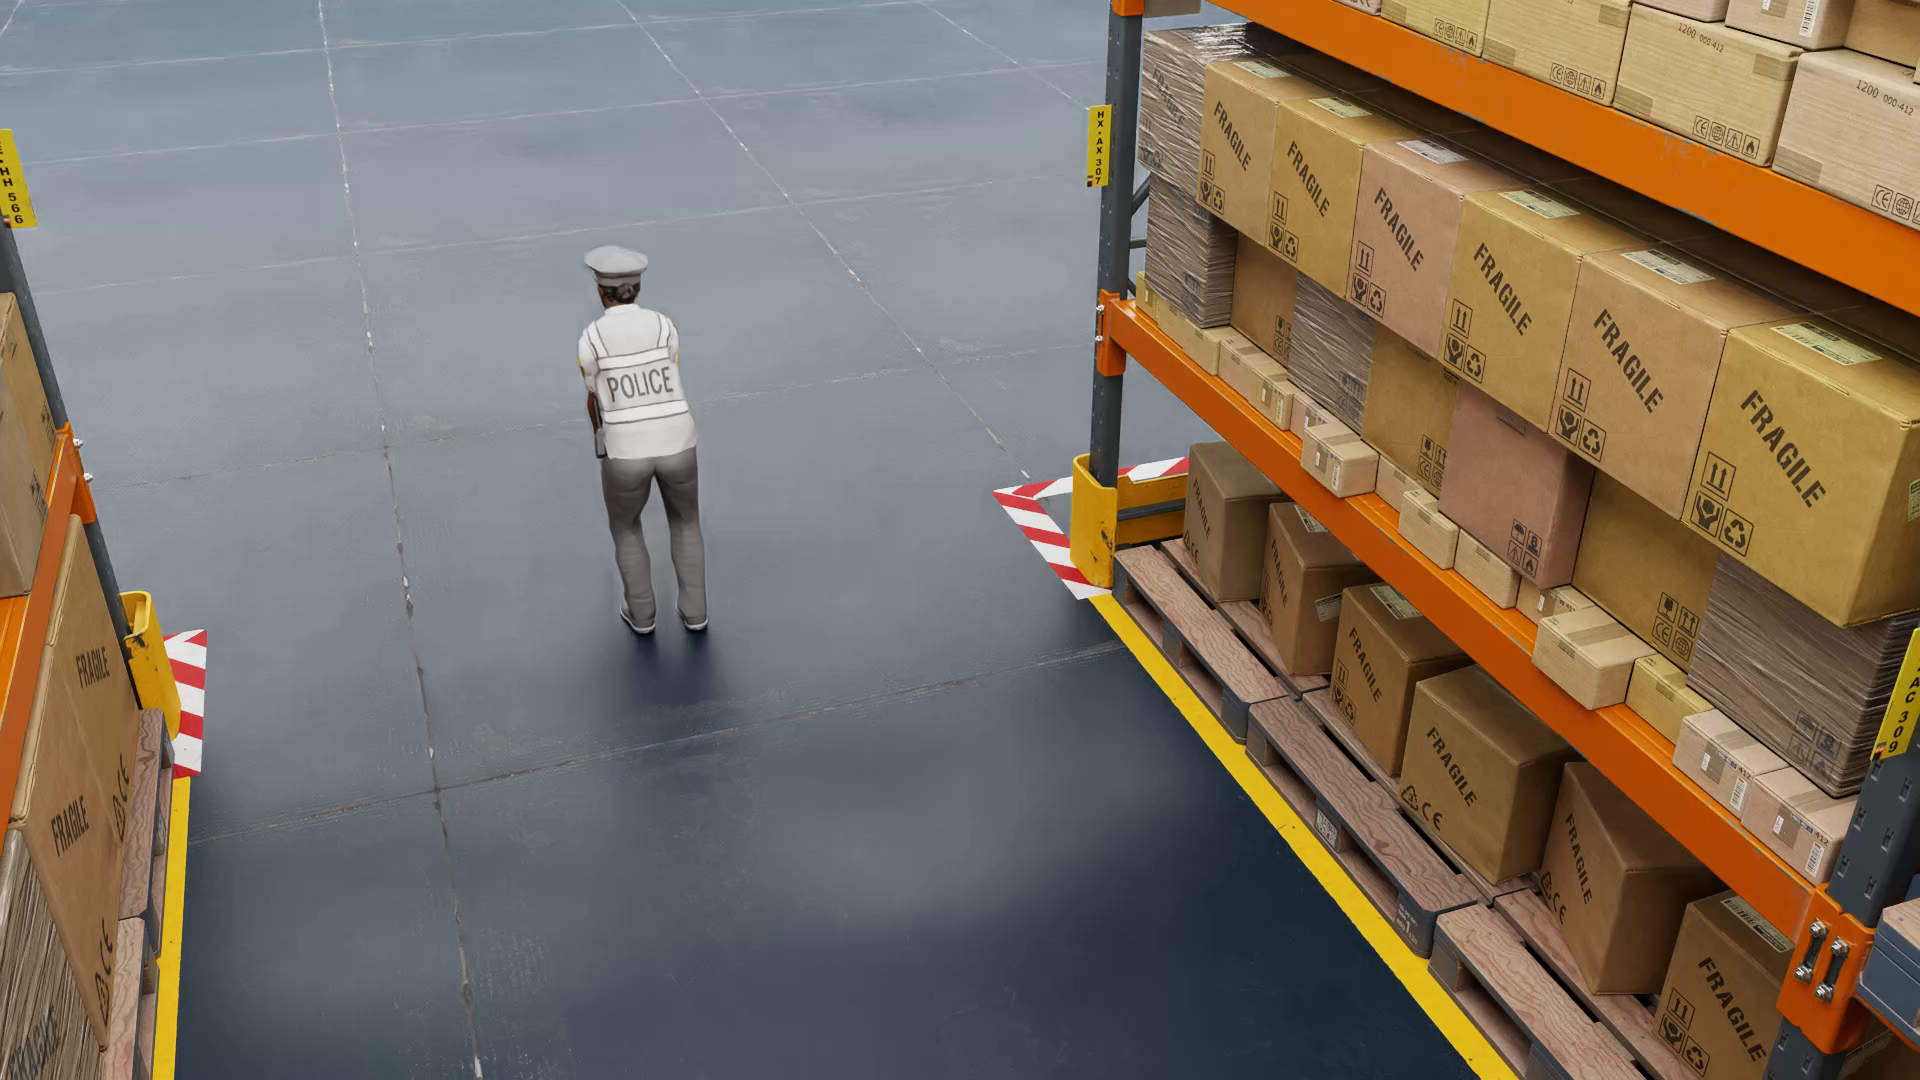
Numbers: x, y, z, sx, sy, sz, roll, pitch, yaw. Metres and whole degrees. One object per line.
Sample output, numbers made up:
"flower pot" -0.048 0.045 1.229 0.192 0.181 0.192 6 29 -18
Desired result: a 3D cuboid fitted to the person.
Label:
"person" -1.306 -0.375 6.829 0.414 1.623 0.561 -11 32 -18
